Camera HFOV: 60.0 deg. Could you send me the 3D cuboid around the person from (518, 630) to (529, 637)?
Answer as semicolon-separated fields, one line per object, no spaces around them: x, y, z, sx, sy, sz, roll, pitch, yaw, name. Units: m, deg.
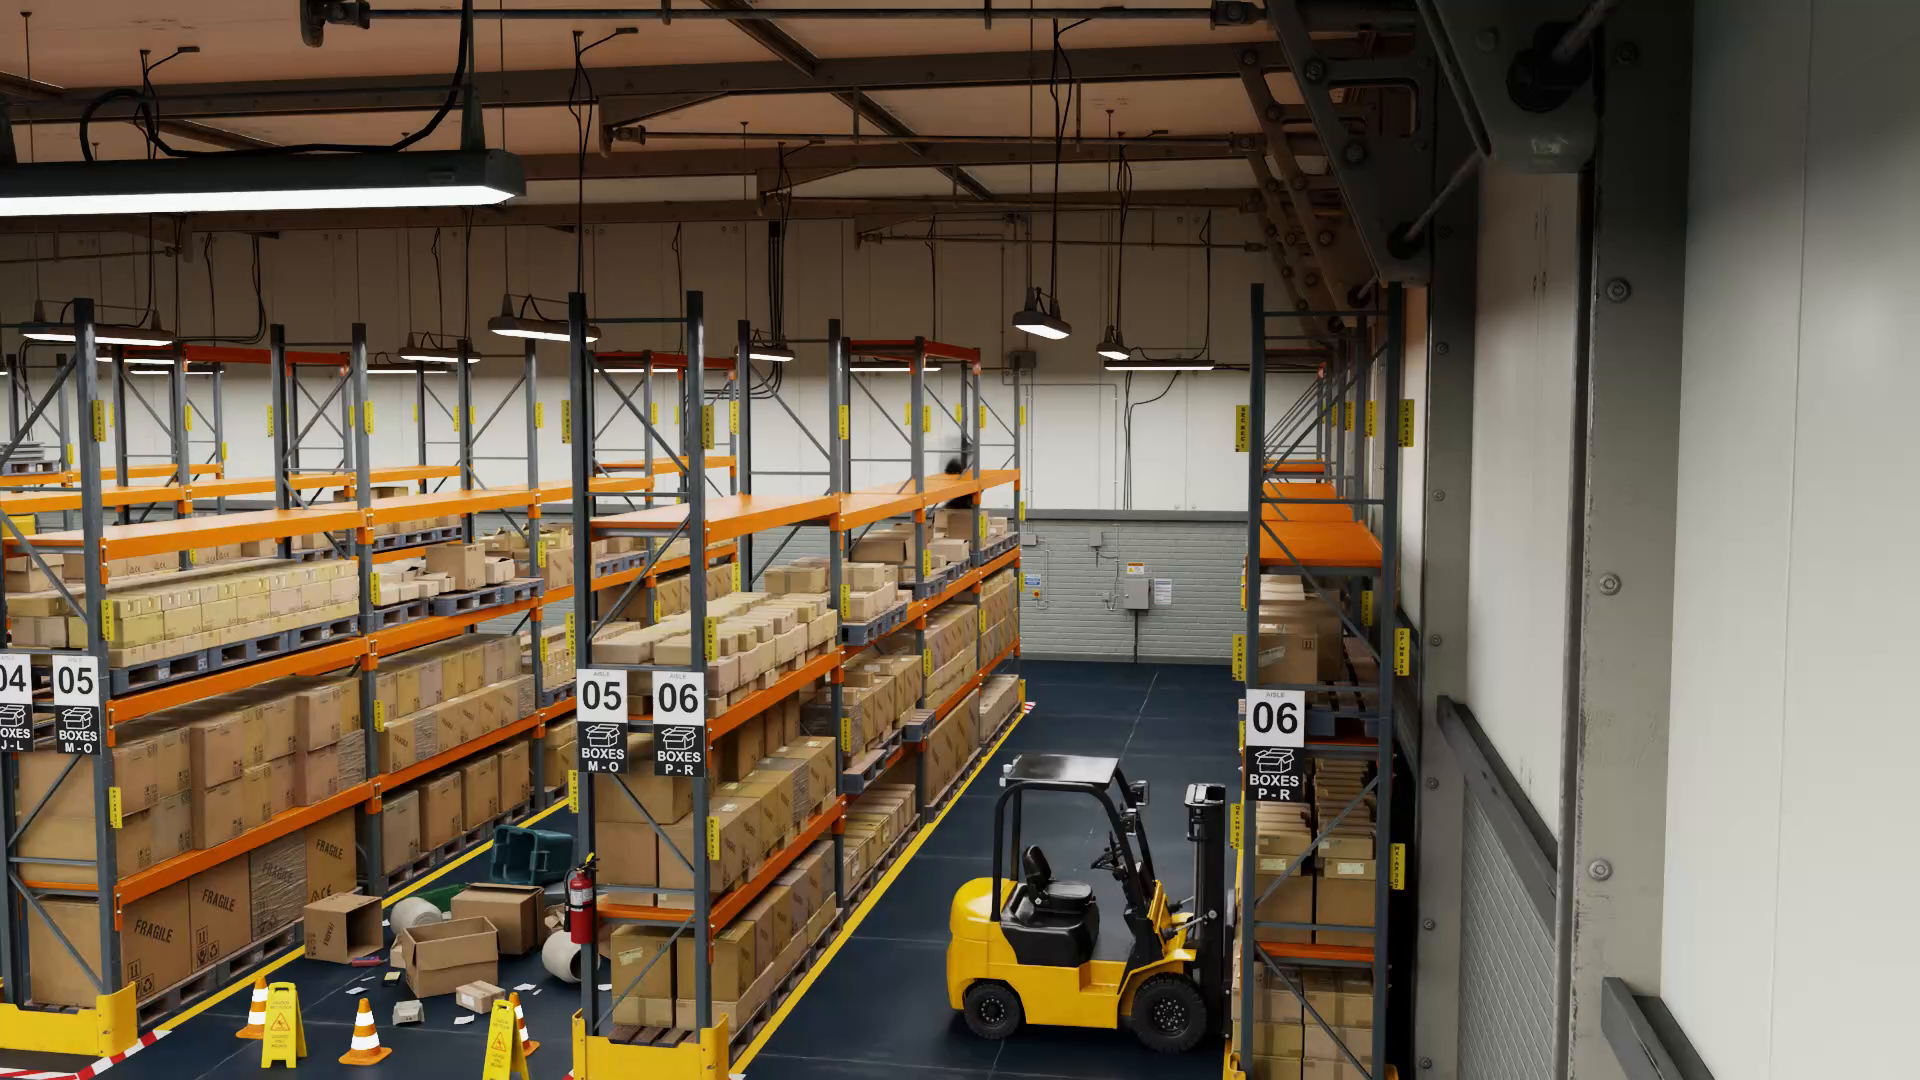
-6.662;2.262;25.471;0.663;1.771;0.849;1;5;12;person
